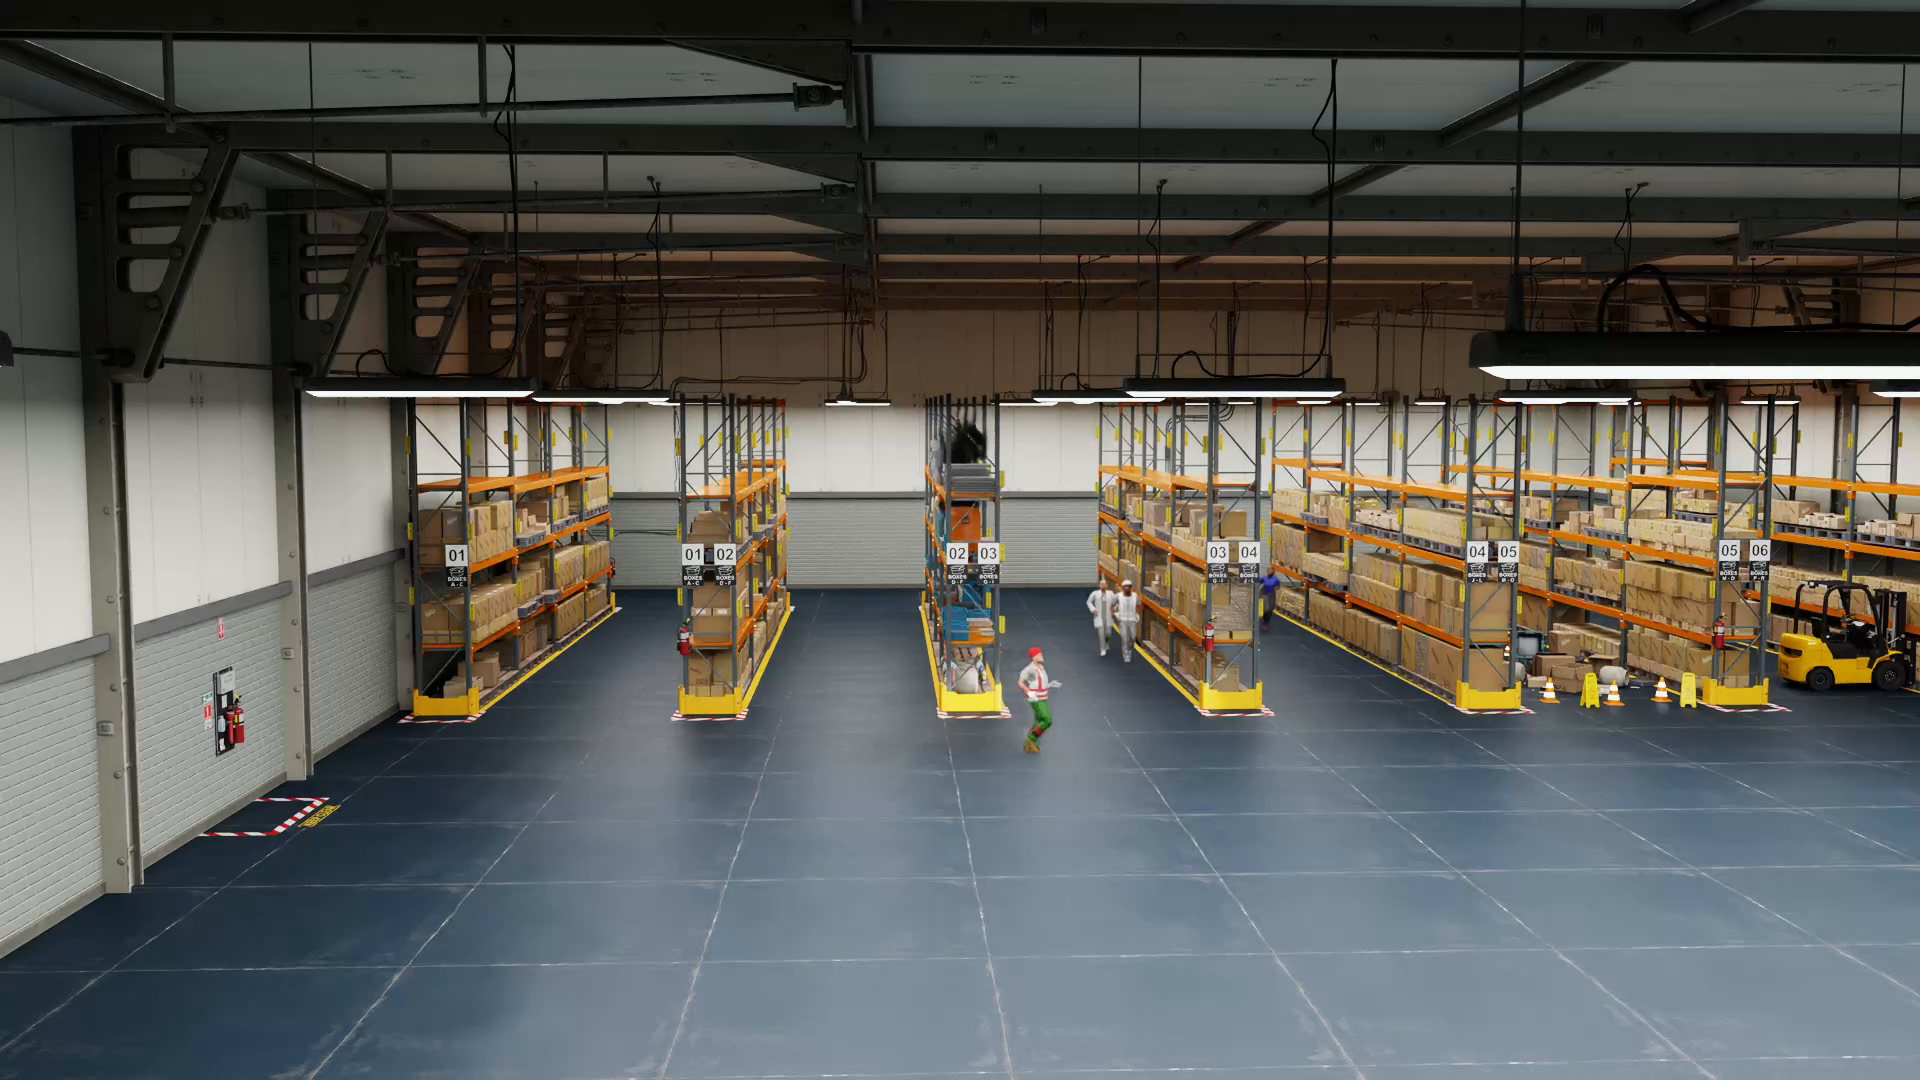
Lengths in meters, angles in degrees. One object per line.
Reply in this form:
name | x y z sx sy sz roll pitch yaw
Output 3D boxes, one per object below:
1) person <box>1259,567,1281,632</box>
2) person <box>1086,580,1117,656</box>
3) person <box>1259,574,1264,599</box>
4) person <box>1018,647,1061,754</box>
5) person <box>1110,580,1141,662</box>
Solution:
person | 7.974 1.527 42.903 0.559 1.674 0.759 0 5 -5
person | 3.308 1.836 38.752 0.721 1.662 0.639 0 5 -3
person | 7.804 1.458 44.138 0.521 1.567 0.540 0 5 2
person | 1.341 2.658 27.553 0.614 1.762 0.640 2 5 21
person | 3.567 1.706 35.770 0.687 1.705 0.545 0 5 -5
